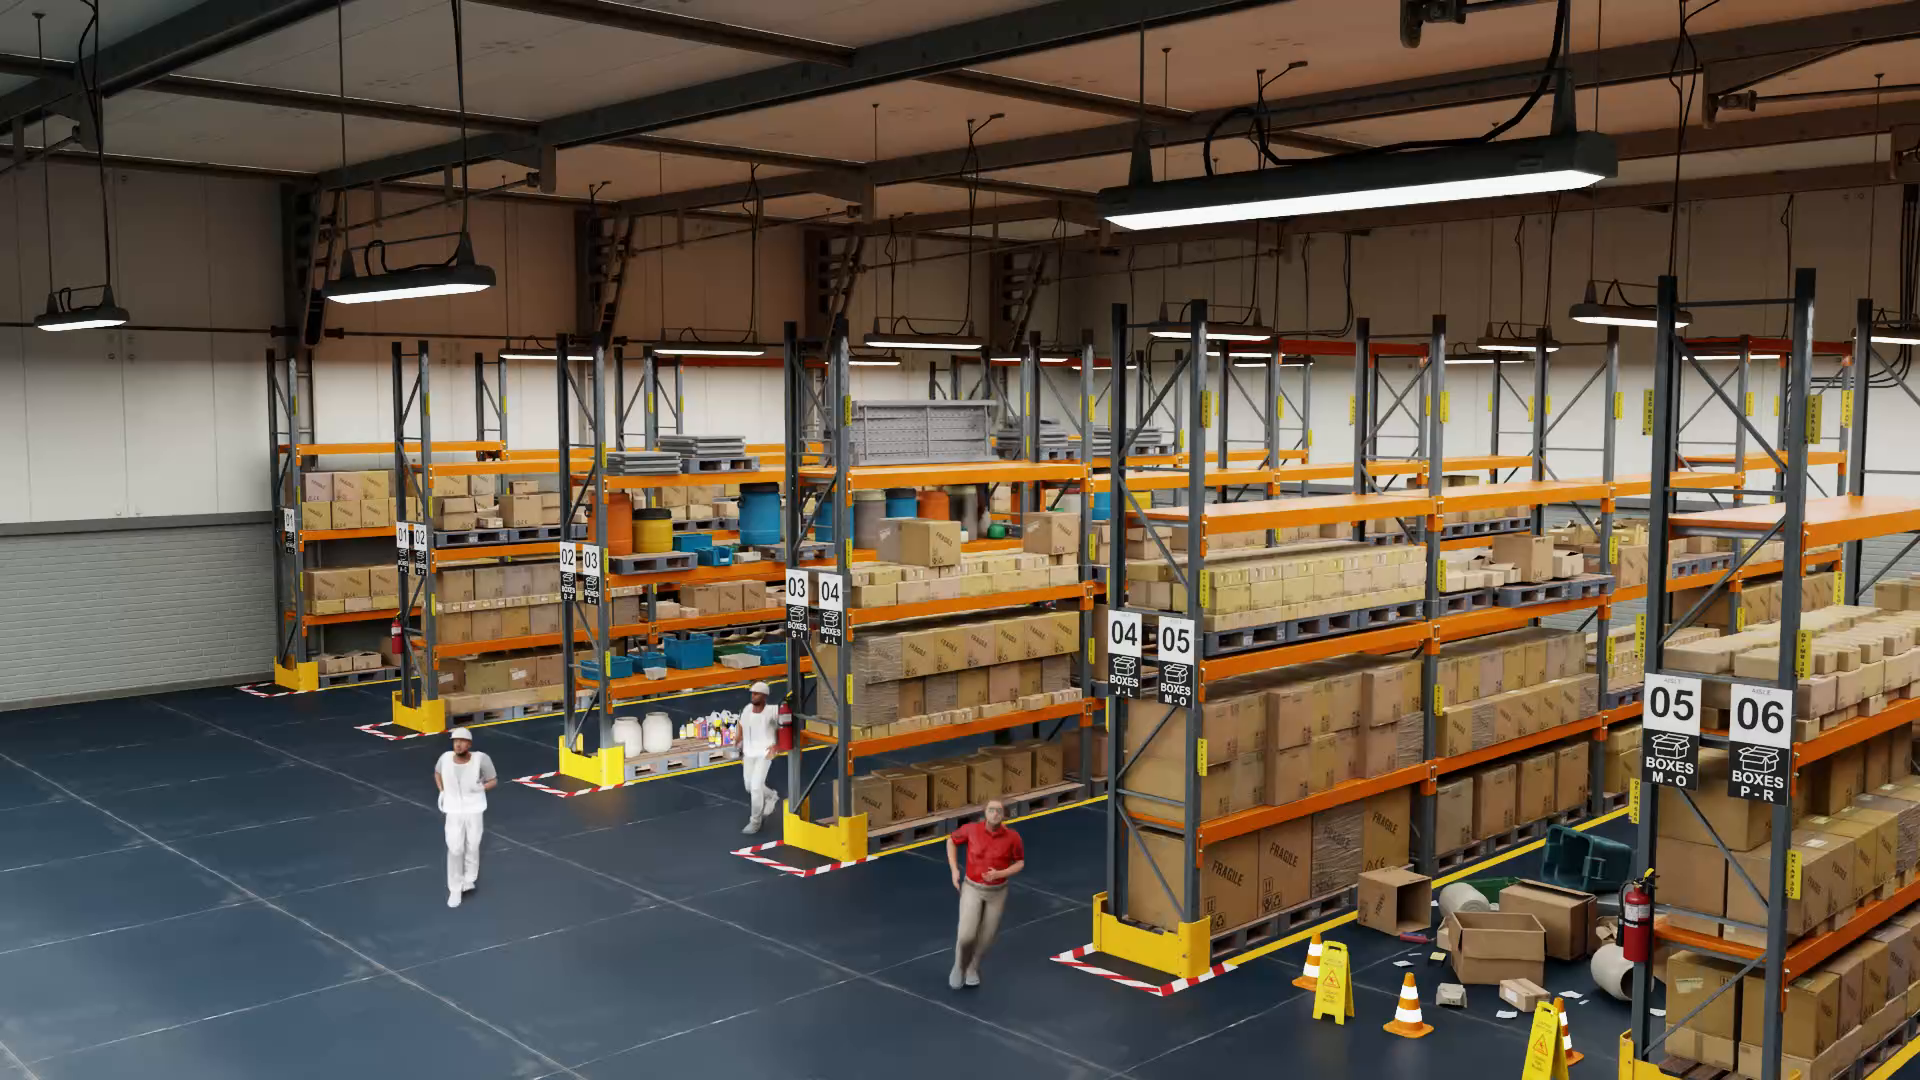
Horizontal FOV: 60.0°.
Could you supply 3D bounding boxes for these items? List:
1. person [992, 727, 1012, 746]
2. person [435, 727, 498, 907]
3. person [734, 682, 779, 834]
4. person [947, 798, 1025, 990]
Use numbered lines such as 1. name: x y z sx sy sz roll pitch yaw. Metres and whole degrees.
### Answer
1. person: 0.469 2.065 22.624 0.643 1.852 0.789 4 7 41
2. person: -5.052 2.823 17.020 0.644 1.844 0.762 -1 5 -12
3. person: -2.406 2.575 19.916 0.705 1.769 0.740 3 6 34
4. person: 0.236 3.086 14.462 0.665 1.694 0.575 -1 5 -6
